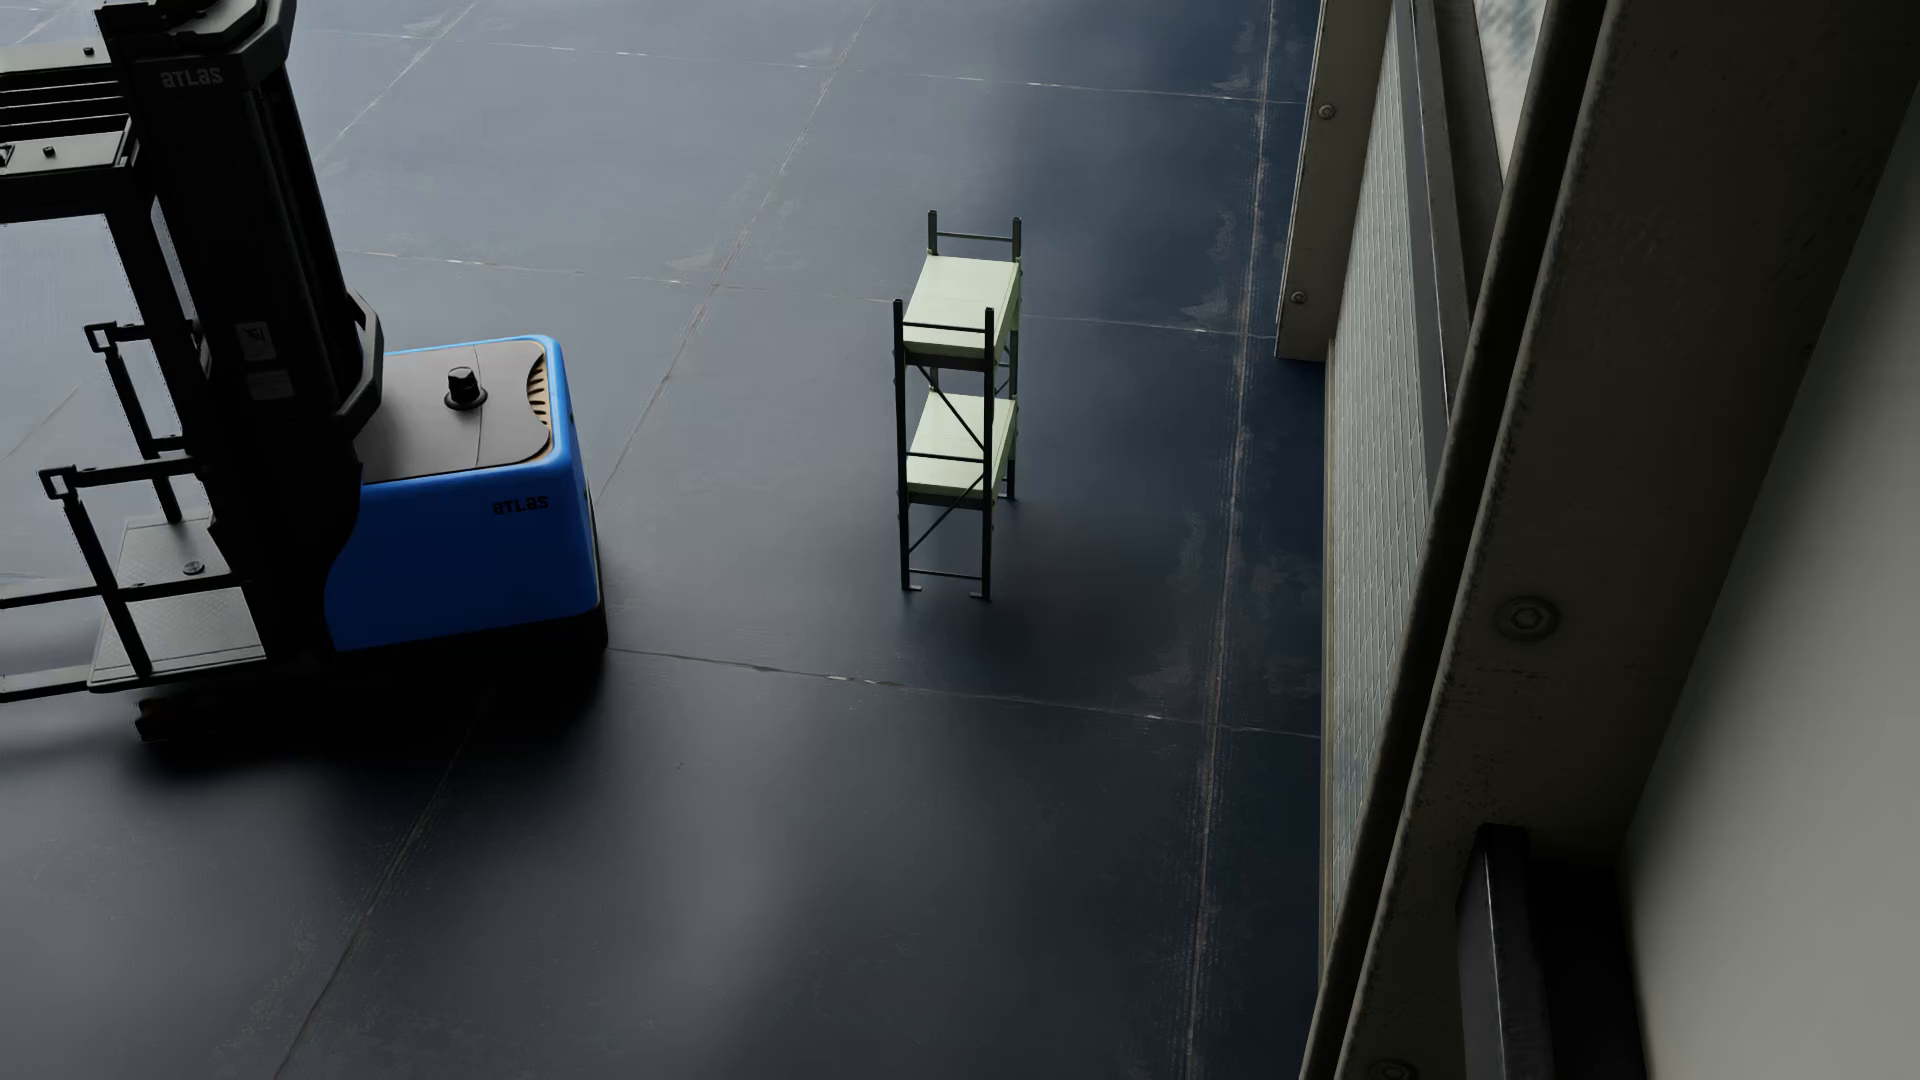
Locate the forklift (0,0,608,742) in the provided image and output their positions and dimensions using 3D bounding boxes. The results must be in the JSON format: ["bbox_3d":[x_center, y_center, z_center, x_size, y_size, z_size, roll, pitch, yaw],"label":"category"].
[{"bbox_3d":[-3.077,-0.684,6.278,3.031,2.935,1.130,-9,40,-10],"label":"forklift"}]

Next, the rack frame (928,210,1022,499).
[{"bbox_3d":[0.062,-0.804,7.545,0.400,1.500,0.023,6,40,8],"label":"rack frame"}]

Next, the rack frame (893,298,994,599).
[{"bbox_3d":[-0.064,-0.344,6.989,0.400,1.500,0.023,6,40,8],"label":"rack frame"}]

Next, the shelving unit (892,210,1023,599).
[{"bbox_3d":[-0.001,-0.574,7.267,0.431,1.500,0.755,6,40,8],"label":"shelving unit"}]

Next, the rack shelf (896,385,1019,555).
[{"bbox_3d":[-0.001,-0.323,7.475,0.431,0.370,0.720,6,40,8],"label":"rack shelf"}]

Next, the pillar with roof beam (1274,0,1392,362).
[{"bbox_3d":[-2.364,-5.033,6.776,9.100,9.000,0.400,6,40,8],"label":"pillar with roof beam"}]

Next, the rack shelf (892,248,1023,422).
[{"bbox_3d":[-0.001,-0.875,7.018,0.431,0.370,0.720,6,40,8],"label":"rack shelf"}]
